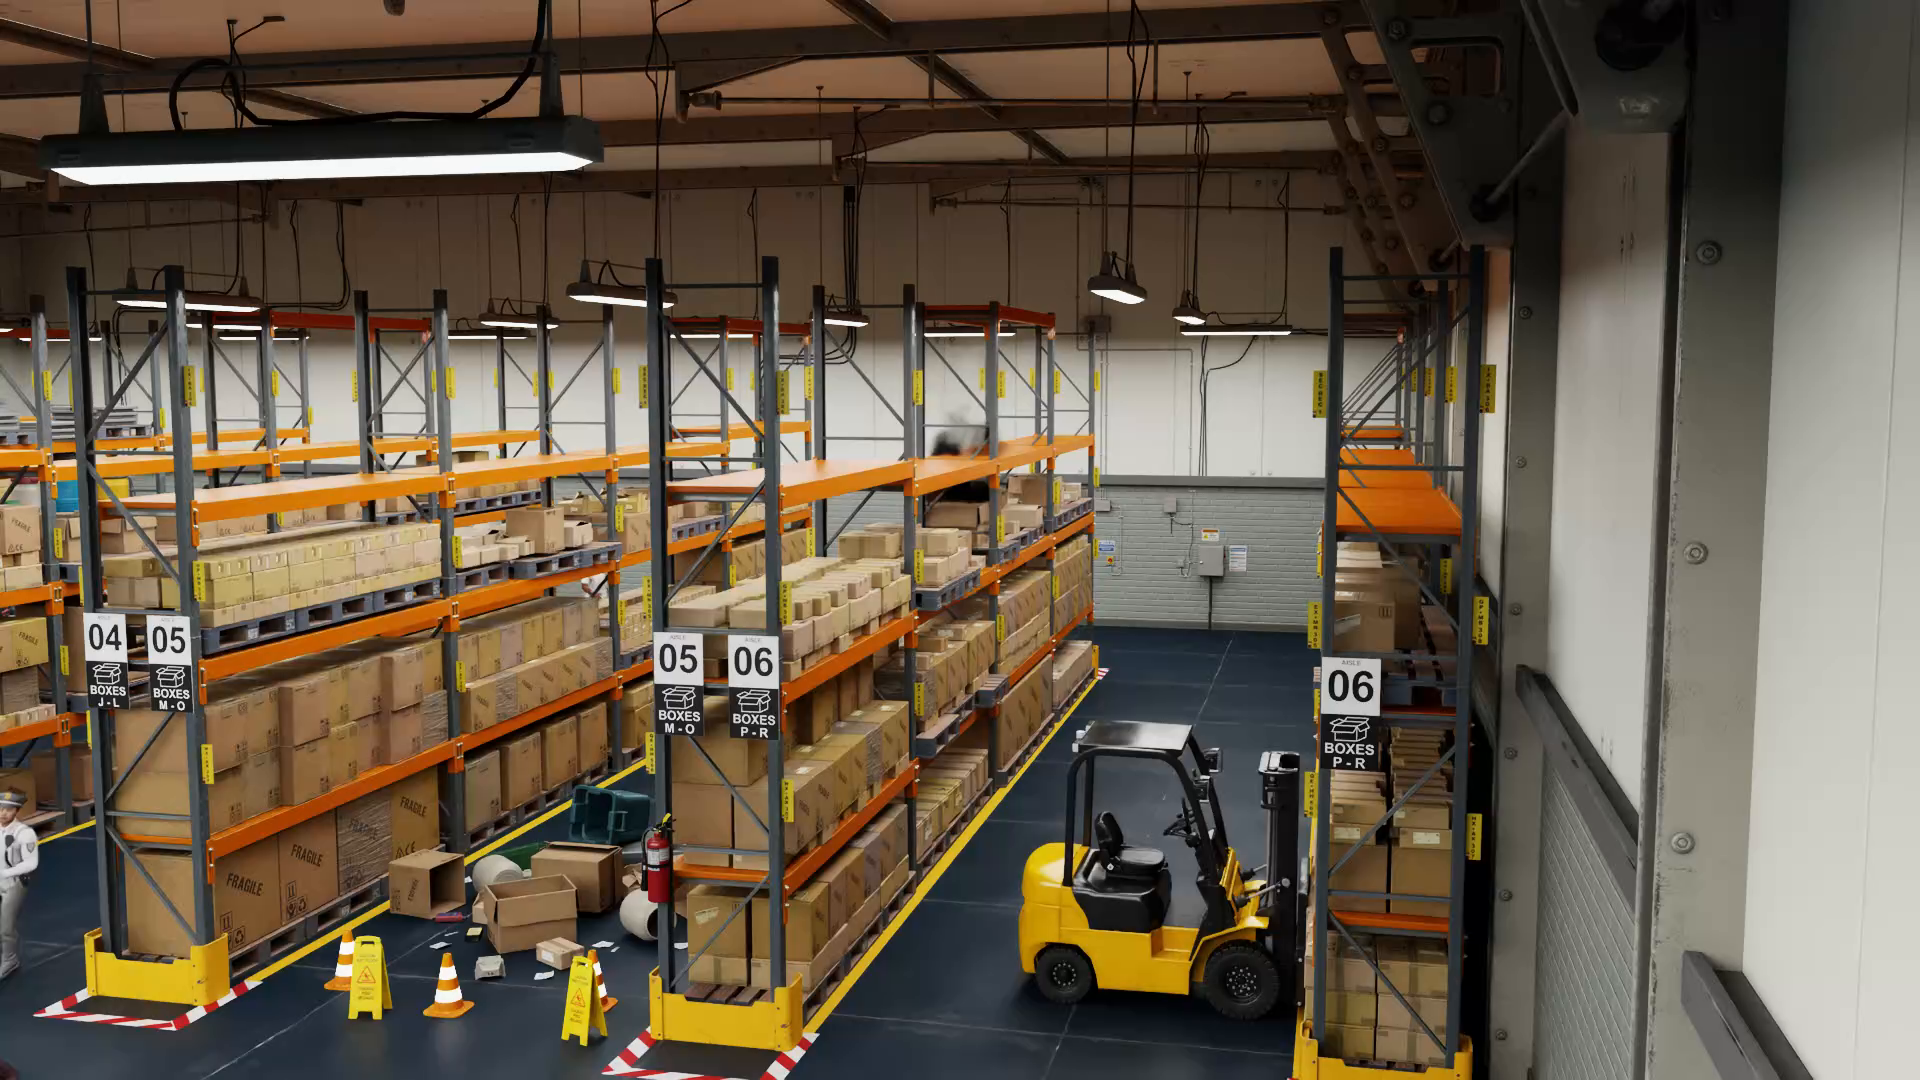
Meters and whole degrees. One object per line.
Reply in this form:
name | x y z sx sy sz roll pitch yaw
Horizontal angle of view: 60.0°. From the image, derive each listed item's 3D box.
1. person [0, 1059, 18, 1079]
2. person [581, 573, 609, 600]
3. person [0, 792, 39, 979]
person | -5.363 3.410 8.777 0.729 1.811 0.973 -3 6 -25
person | -6.912 1.146 31.454 0.697 1.807 0.739 5 8 40
person | -8.047 2.935 14.010 0.610 1.686 0.617 0 6 -4
